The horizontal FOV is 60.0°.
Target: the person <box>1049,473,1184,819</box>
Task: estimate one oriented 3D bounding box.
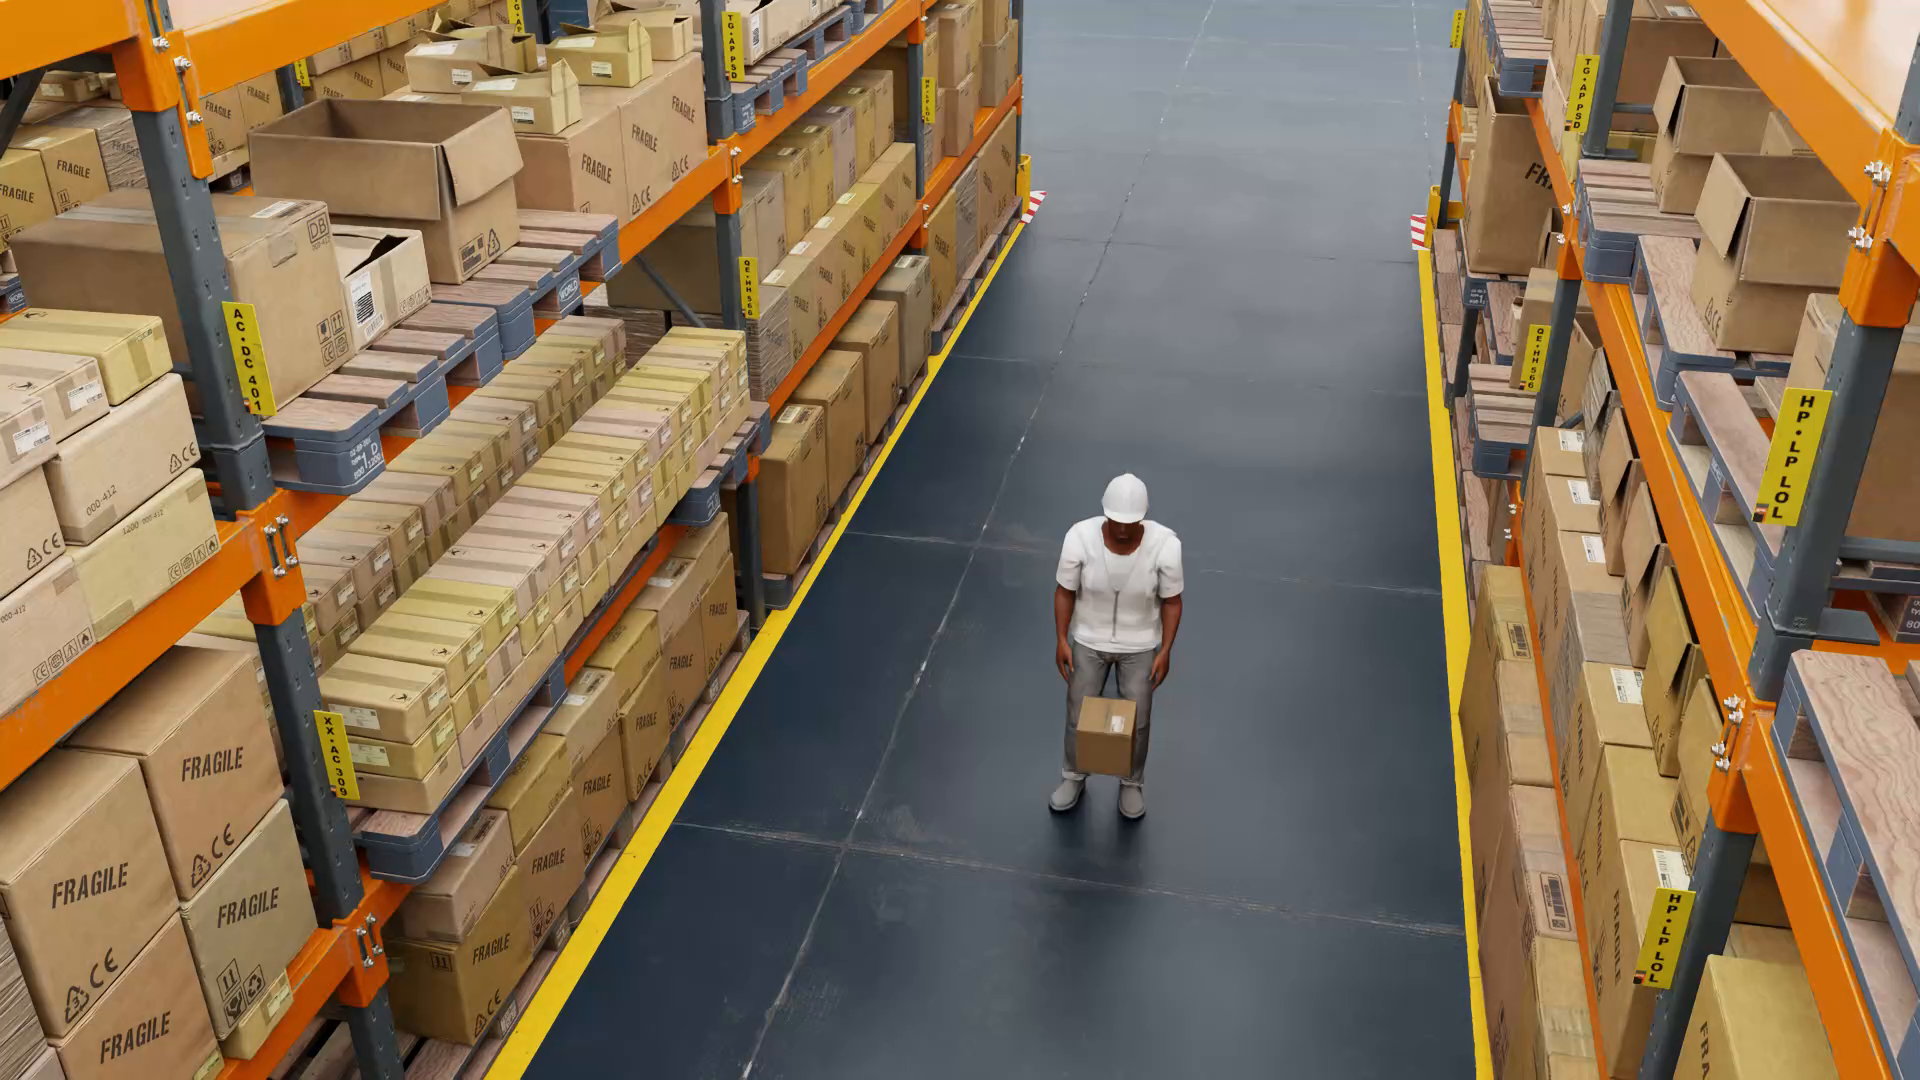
[{"bbox_3d":[0.723,0.478,7.722,0.589,1.765,0.425,5,29,9],"label":"person"}]
